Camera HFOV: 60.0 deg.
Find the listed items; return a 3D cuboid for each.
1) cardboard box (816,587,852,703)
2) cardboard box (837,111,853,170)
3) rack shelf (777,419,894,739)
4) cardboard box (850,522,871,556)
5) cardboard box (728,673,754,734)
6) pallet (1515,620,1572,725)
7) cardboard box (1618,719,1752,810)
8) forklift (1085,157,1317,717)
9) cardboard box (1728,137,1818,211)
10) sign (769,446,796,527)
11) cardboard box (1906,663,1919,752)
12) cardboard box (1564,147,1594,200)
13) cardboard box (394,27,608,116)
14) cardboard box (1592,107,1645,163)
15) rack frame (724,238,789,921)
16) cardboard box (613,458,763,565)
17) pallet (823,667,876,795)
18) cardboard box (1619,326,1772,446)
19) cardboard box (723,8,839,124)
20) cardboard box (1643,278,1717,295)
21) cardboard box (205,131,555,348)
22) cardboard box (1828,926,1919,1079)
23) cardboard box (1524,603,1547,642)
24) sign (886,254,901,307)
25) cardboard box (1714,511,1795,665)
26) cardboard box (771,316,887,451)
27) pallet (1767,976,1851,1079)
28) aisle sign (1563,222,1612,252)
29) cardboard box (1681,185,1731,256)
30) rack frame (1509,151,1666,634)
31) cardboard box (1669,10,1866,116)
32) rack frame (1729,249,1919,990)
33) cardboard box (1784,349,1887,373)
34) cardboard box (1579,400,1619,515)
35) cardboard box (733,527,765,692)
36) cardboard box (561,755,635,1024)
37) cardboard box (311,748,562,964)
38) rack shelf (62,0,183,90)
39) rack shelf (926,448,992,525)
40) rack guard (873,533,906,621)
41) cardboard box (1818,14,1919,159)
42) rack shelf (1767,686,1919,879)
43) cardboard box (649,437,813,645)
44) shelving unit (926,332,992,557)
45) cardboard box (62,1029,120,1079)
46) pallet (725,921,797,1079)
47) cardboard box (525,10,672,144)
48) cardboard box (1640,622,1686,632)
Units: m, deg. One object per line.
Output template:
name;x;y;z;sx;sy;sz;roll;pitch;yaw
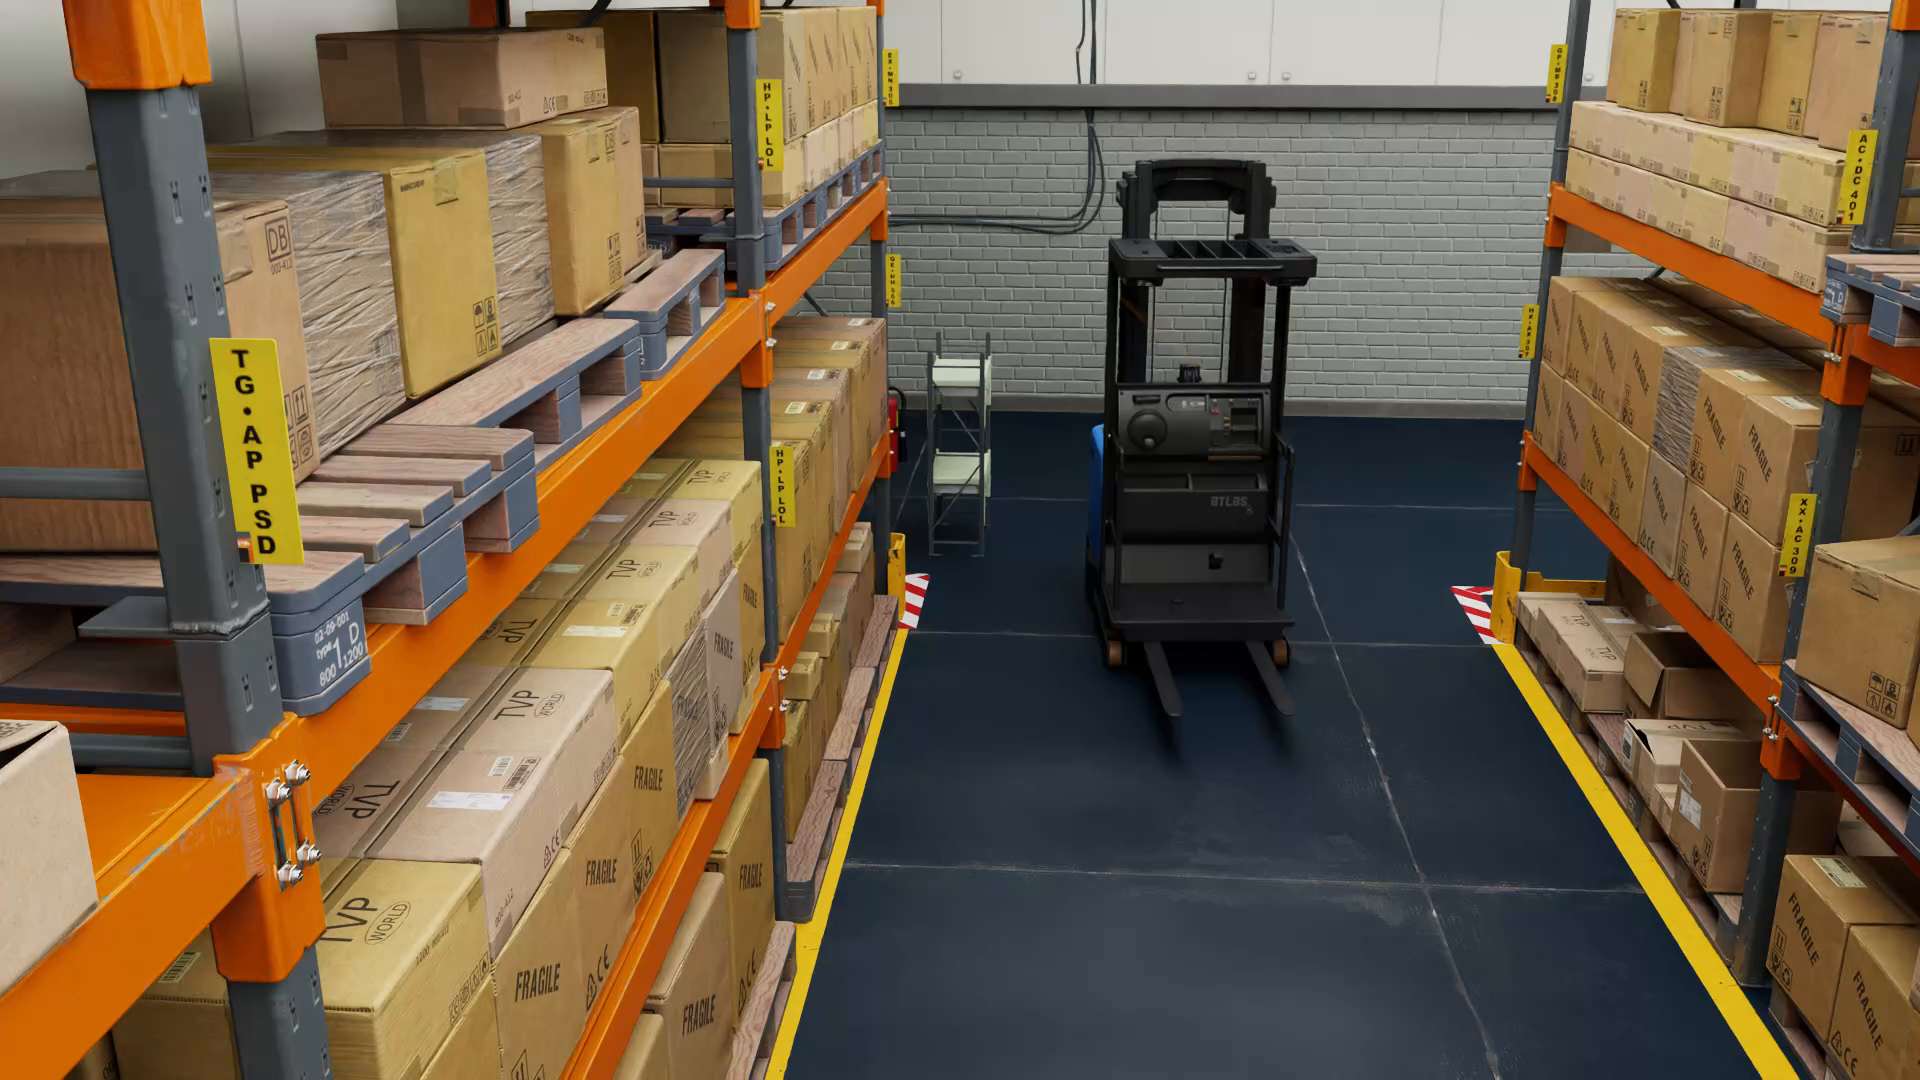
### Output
cardboard box;-0.975;0.572;9.199;0.700;0.500;0.500;1;18;2
cardboard box;-0.810;-1.992;8.272;0.500;0.250;0.500;1;18;2
rack shelf;-1.097;0.016;8.713;1.077;0.370;4.000;1;18;4
cardboard box;-0.731;-0.003;9.915;0.380;0.149;0.250;1;18;3
cardboard box;-0.977;0.595;6.160;0.380;0.149;0.250;2;18;5
pallet;3.926;0.759;9.769;1.003;0.211;1.213;1;18;4
cardboard box;3.513;1.057;7.991;0.500;0.311;0.500;1;18;4
forklift;1.429;-0.719;9.911;1.130;2.935;3.031;0;18;-1
cardboard box;3.504;-1.499;6.802;0.500;0.250;0.500;1;18;4
sign;-0.698;-0.208;6.509;0.100;0.325;0.005;1;18;4
cardboard box;3.458;0.515;5.200;0.700;0.500;0.500;4;19;13
cardboard box;3.697;-2.038;9.249;0.500;0.250;0.500;1;18;4
cardboard box;-1.434;-1.473;5.212;0.500;0.250;0.500;3;18;8
cardboard box;3.648;-2.121;8.698;0.500;0.250;0.500;1;18;4
rack frame;-1.240;0.295;6.705;1.000;3.000;0.127;1;18;4
cardboard box;-1.019;-0.109;6.063;0.500;0.250;0.500;2;18;5
pallet;-1.023;1.006;9.014;1.003;0.211;1.213;1;18;4
cardboard box;3.587;-0.753;8.137;0.500;0.500;0.500;1;18;3
cardboard box;-0.849;-2.191;7.676;0.500;0.500;0.500;1;18;4
cardboard box;4.230;-1.216;9.550;0.500;0.500;0.500;1;18;3
cardboard box;-1.488;-0.787;4.325;0.700;0.500;0.500;1;18;4
cardboard box;3.396;1.694;5.743;0.500;0.500;0.500;2;18;5
cardboard box;3.597;0.500;9.924;0.380;0.166;0.250;1;18;4
sign;-0.413;-1.593;10.229;0.100;0.325;0.005;1;18;4
cardboard box;3.481;0.196;6.847;0.500;0.500;0.500;2;18;5
cardboard box;-0.980;-0.931;9.965;0.980;0.700;0.700;2;18;6
pallet;3.680;1.983;6.032;1.003;0.211;1.213;1;18;4
aisle sign;3.700;-2.101;9.842;0.394;0.787;0.004;1;18;4
cardboard box;3.544;-1.417;7.354;0.500;0.250;0.500;1;18;4
rack frame;3.988;-0.838;10.162;1.000;3.000;0.127;1;18;4
cardboard box;3.918;-2.315;8.087;0.700;0.500;0.500;1;18;4
rack frame;3.701;0.405;6.371;1.000;3.000;0.127;1;18;4
cardboard box;4.089;-0.578;7.603;0.500;0.500;0.500;1;18;2
cardboard box;3.622;-0.437;8.779;0.500;0.500;0.500;1;18;4
cardboard box;-1.022;0.246;6.185;0.500;0.500;0.500;1;18;3
cardboard box;-1.154;0.877;4.257;0.500;0.500;0.500;1;18;4
cardboard box;-1.200;0.681;3.654;0.500;0.250;0.500;1;18;3
rack shelf;-1.670;-0.160;0.258;1.077;0.370;4.000;1;18;4
rack shelf;0.000;-0.401;12.285;0.431;0.370;0.720;1;18;4
rack guard;-0.952;0.233;10.908;1.175;0.500;0.348;1;18;4
cardboard box;3.698;-1.695;6.196;0.700;0.500;0.500;1;18;4
rack shelf;3.557;1.368;4.587;1.077;0.370;4.000;1;18;4
cardboard box;-1.185;-0.015;7.171;0.980;0.700;0.700;2;18;5
shelving unit;0.000;-0.711;12.183;0.431;1.500;0.755;1;18;4
cardboard box;-1.753;0.836;3.179;0.500;0.250;0.500;2;18;5
pallet;-1.220;1.862;6.403;1.003;0.211;1.213;1;18;4
cardboard box;-1.423;-1.885;6.741;0.500;0.500;0.500;1;18;3
cardboard box;4.076;0.598;9.625;0.380;0.166;0.250;1;18;4
